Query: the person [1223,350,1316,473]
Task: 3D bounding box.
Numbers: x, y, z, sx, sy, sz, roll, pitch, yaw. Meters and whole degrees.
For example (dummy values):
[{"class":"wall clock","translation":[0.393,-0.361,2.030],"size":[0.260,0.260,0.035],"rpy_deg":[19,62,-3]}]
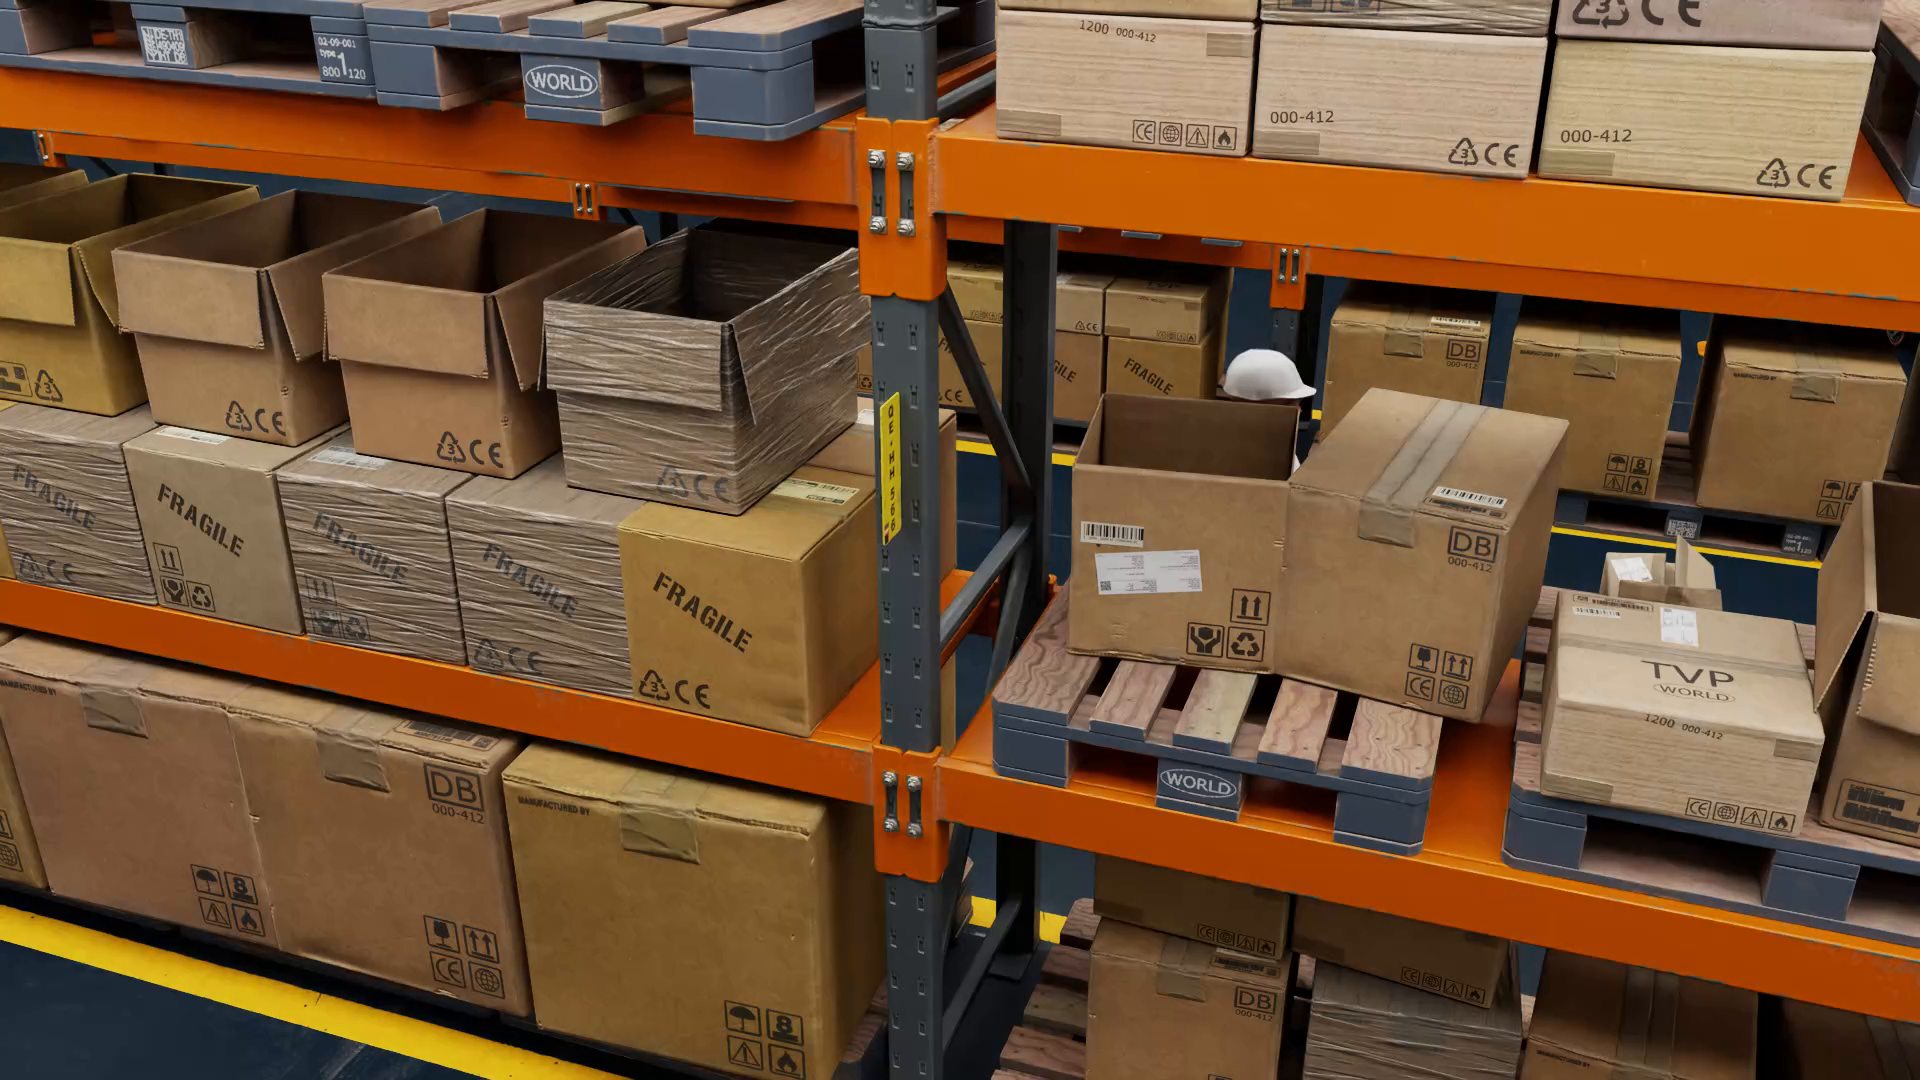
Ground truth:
[{"class":"person","translation":[0.991,0.204,5.655],"size":[0.369,1.766,0.563],"rpy_deg":[11,28,21]}]
